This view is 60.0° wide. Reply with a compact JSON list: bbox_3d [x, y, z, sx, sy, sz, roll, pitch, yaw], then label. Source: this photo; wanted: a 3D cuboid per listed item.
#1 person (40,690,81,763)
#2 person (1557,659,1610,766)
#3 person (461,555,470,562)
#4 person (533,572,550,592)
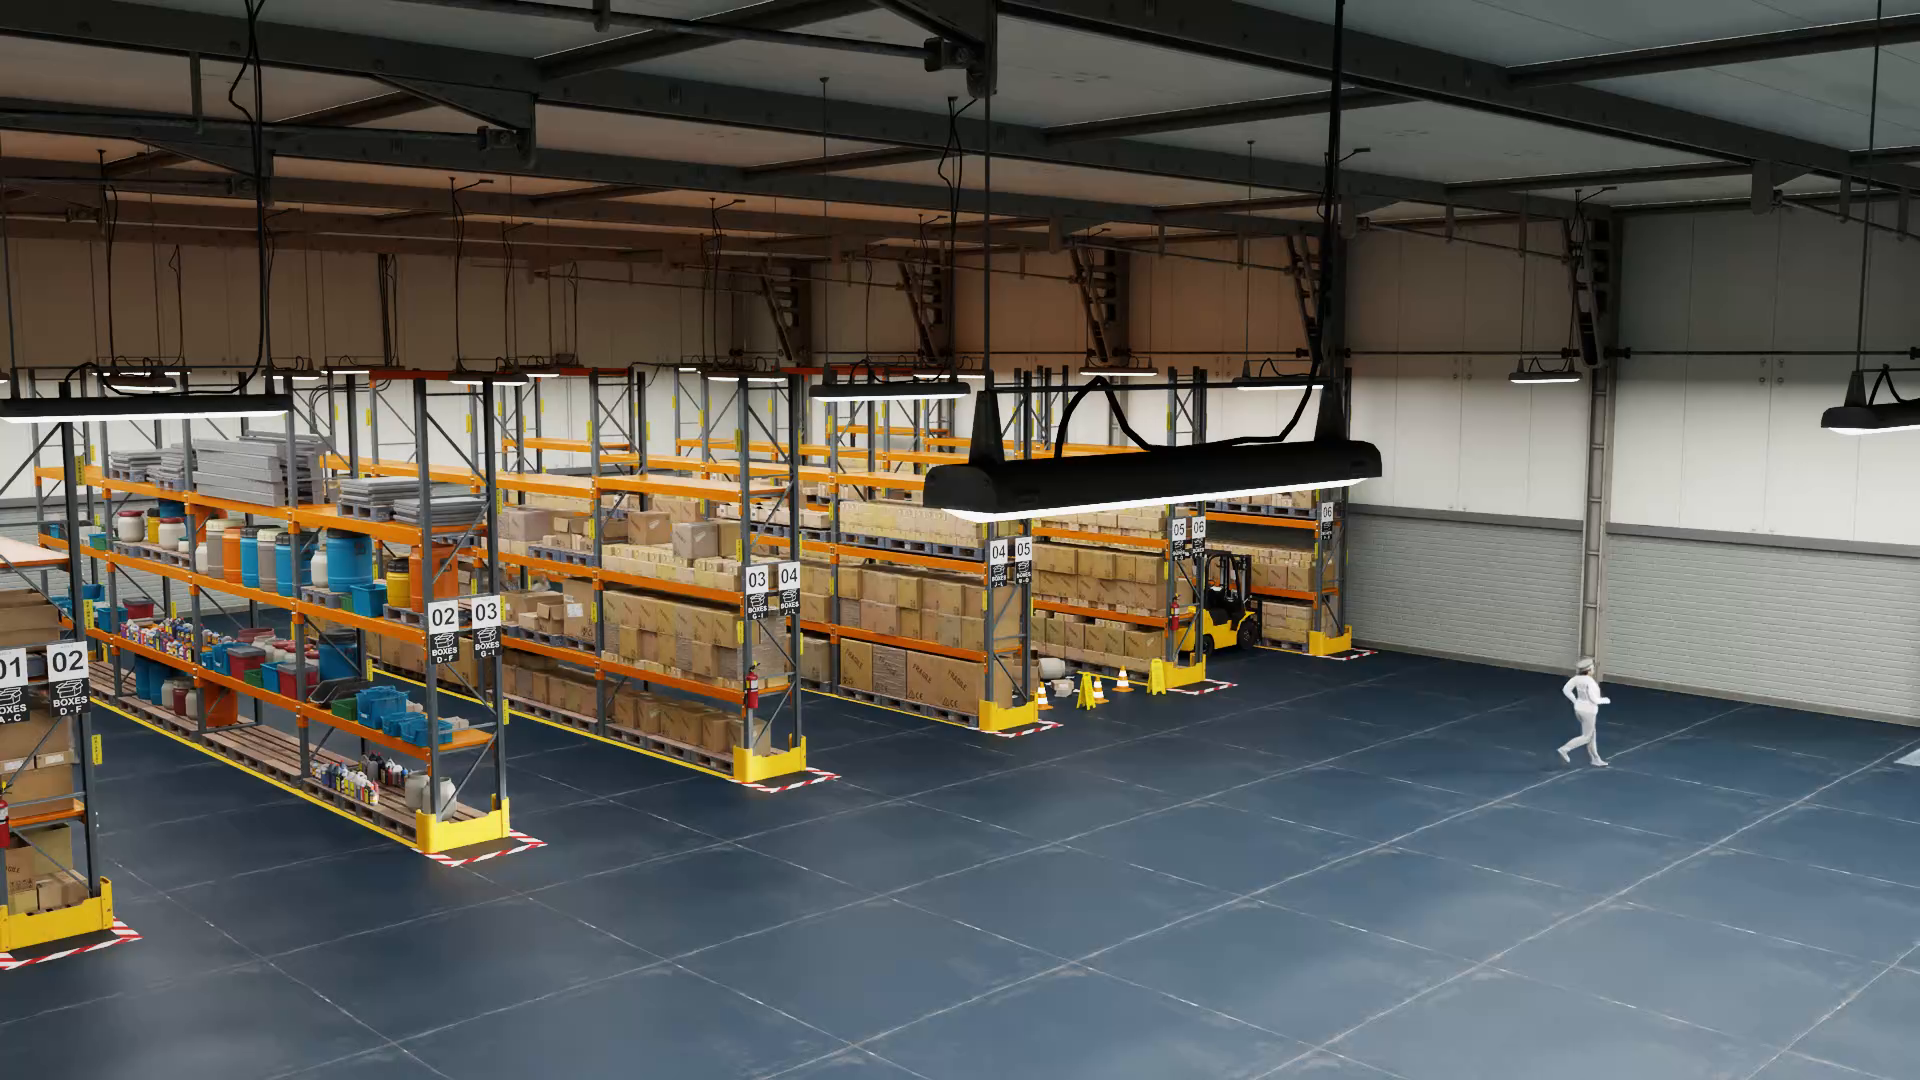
[{"bbox_3d":[-13.890,2.540,25.849,0.976,1.729,0.658,5,8,35],"label":"person"},{"bbox_3d":[9.490,2.638,25.284,0.901,1.692,0.616,-1,7,-12],"label":"person"},{"bbox_3d":[-11.436,1.157,38.186,0.761,1.789,0.843,-3,7,-25],"label":"person"},{"bbox_3d":[-9.051,1.486,35.966,0.779,1.613,0.560,6,9,43],"label":"person"}]
